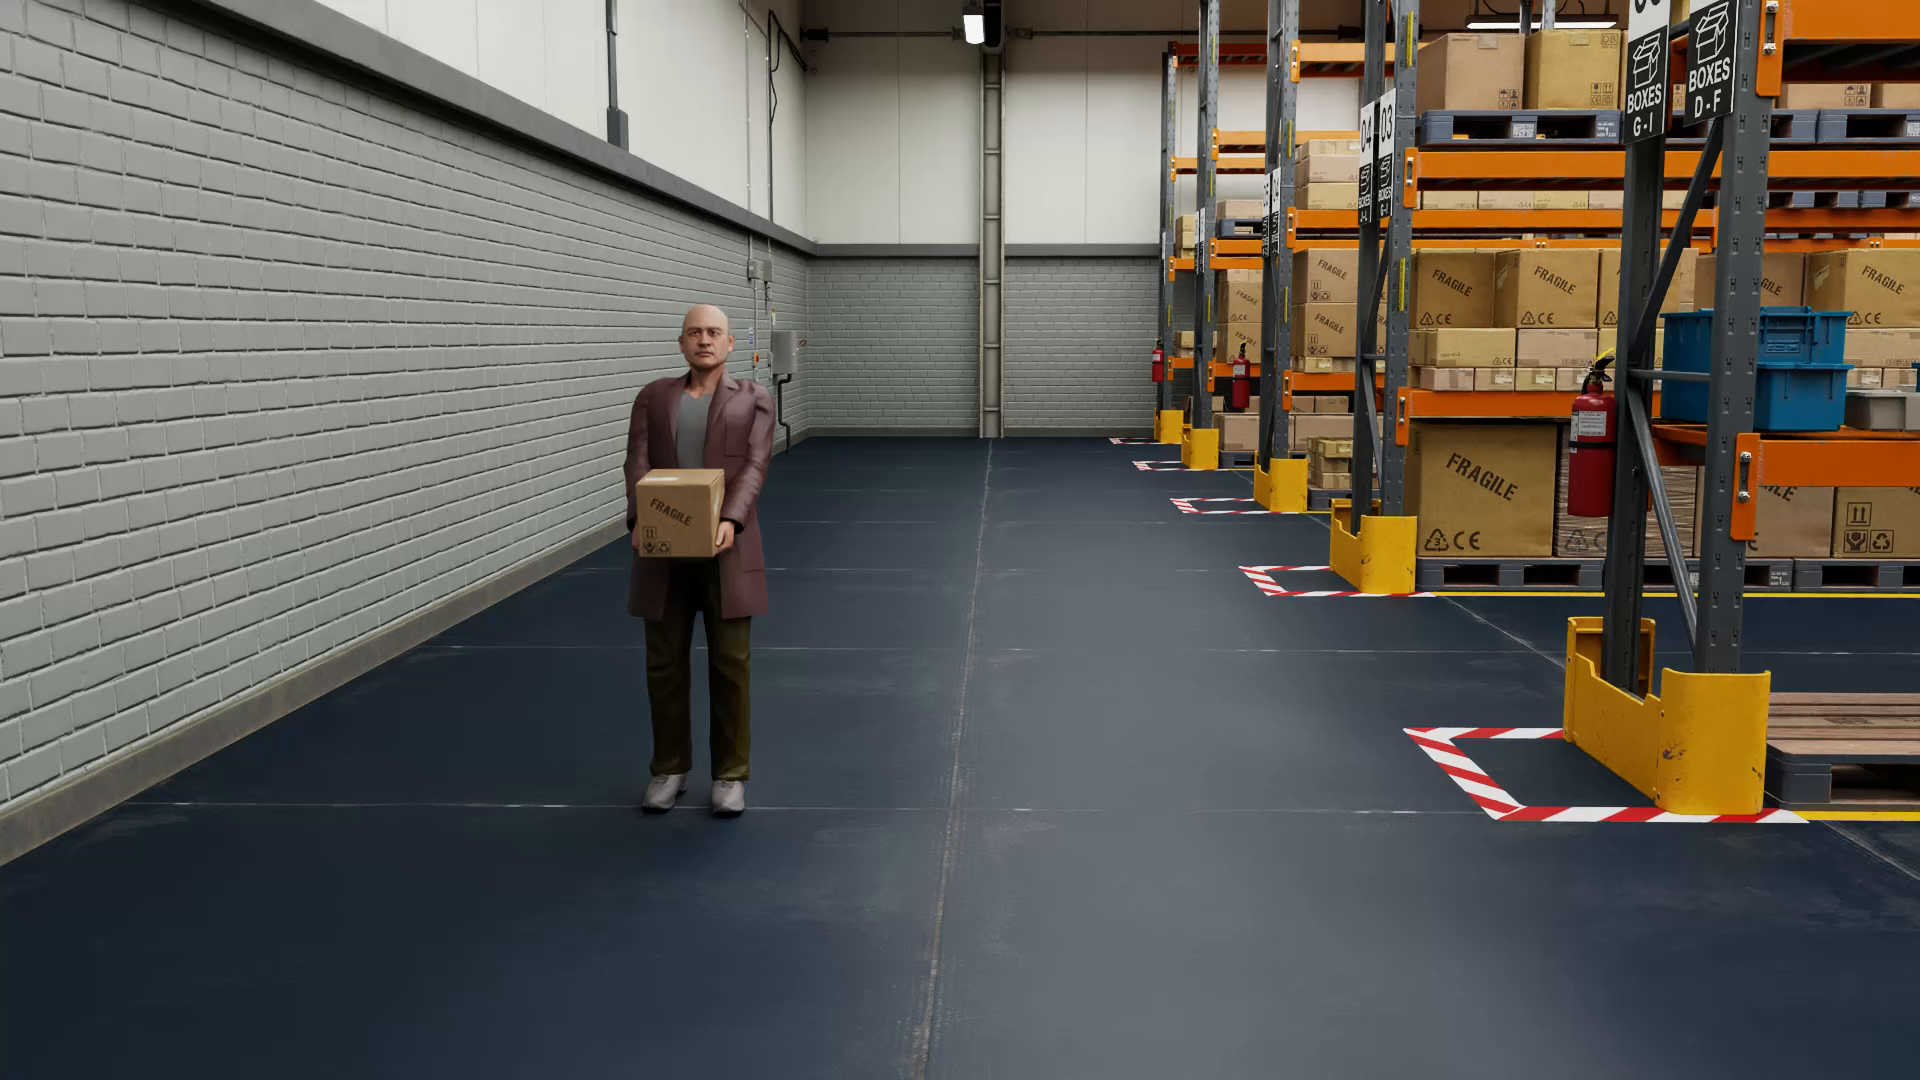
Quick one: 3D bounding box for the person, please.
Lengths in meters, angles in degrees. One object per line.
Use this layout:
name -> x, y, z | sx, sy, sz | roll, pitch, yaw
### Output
person -> -0.920, 0.067, 5.809 | 0.529, 1.770, 0.555 | 0, 7, 2
